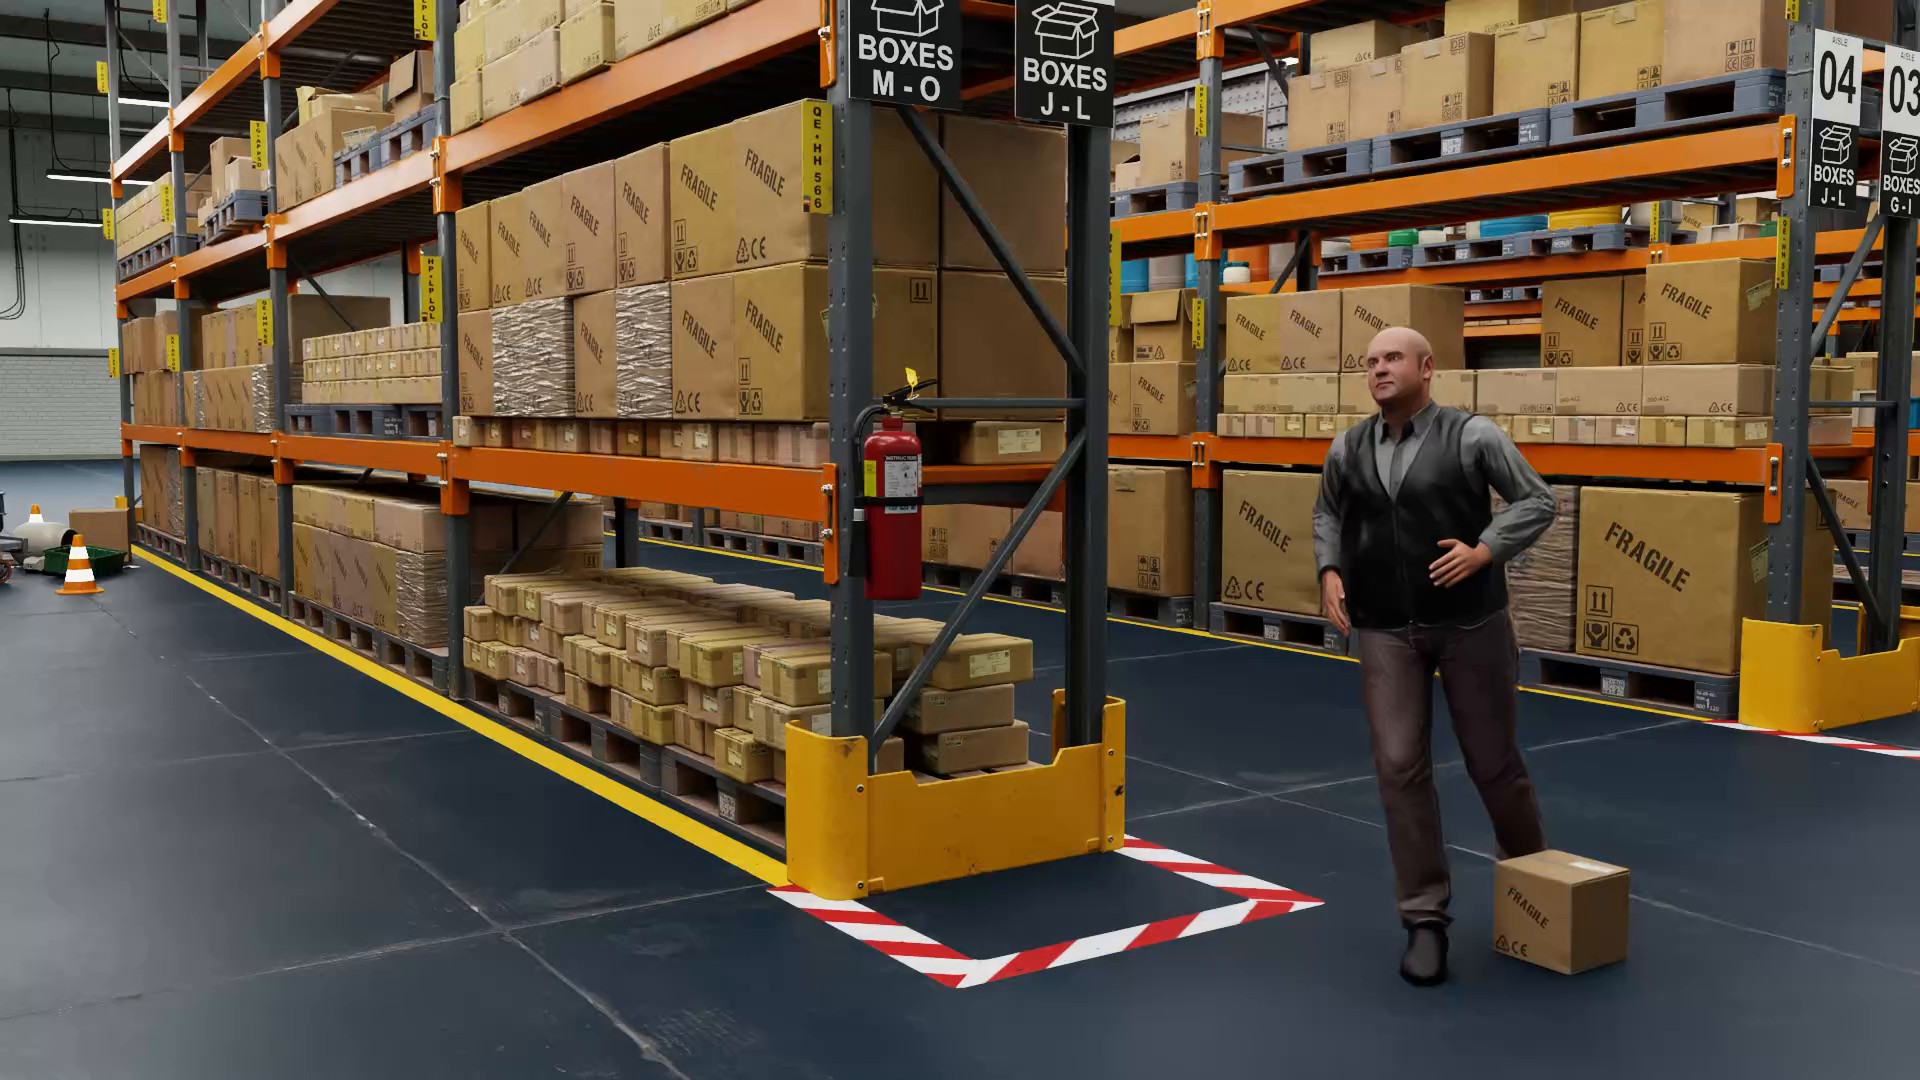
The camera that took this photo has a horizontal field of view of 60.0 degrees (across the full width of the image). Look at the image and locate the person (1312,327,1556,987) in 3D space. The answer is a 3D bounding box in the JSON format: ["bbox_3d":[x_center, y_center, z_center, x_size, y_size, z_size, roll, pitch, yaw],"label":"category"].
[{"bbox_3d":[1.277,0.275,4.627,0.756,1.731,0.761,3,5,31],"label":"person"}]
